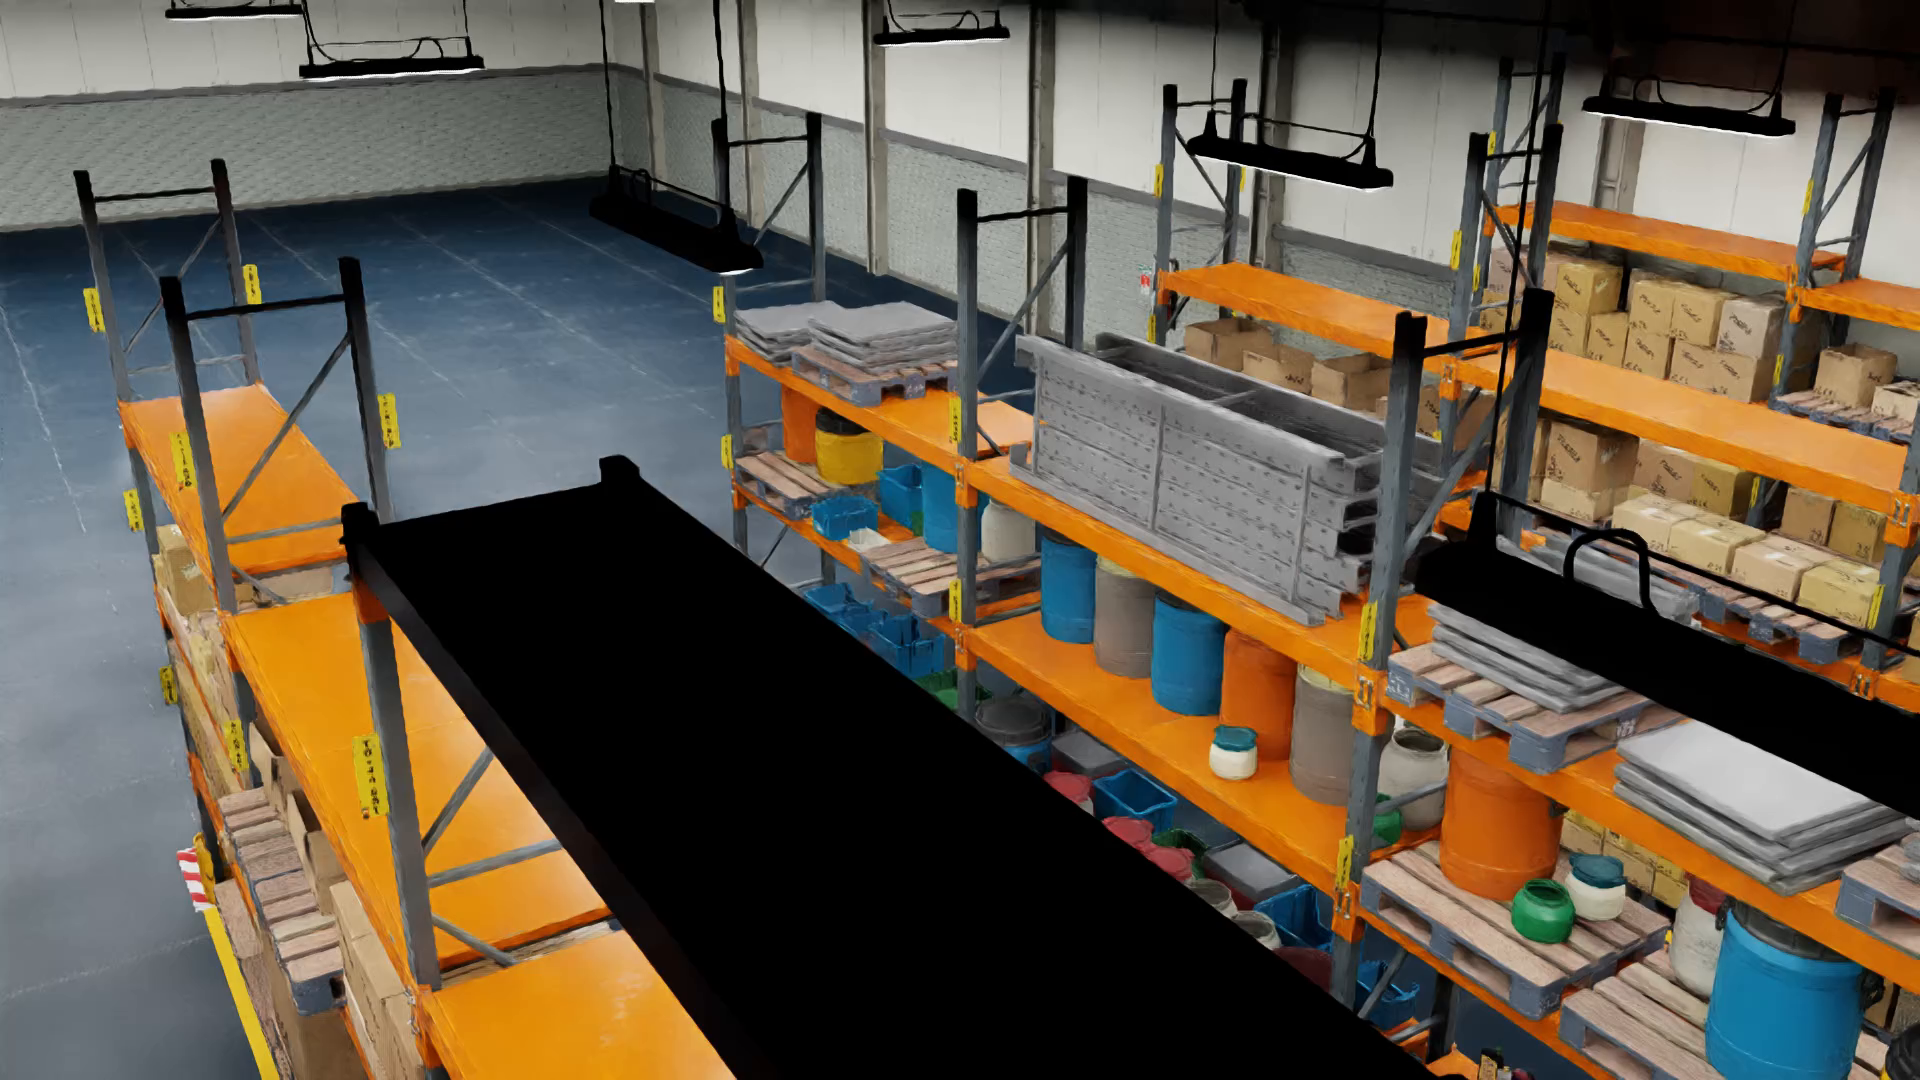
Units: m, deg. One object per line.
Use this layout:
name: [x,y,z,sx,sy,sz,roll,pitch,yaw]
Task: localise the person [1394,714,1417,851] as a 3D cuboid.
person: [3.651,2.031,14.149,0.828,1.606,0.621,18,28,37]
